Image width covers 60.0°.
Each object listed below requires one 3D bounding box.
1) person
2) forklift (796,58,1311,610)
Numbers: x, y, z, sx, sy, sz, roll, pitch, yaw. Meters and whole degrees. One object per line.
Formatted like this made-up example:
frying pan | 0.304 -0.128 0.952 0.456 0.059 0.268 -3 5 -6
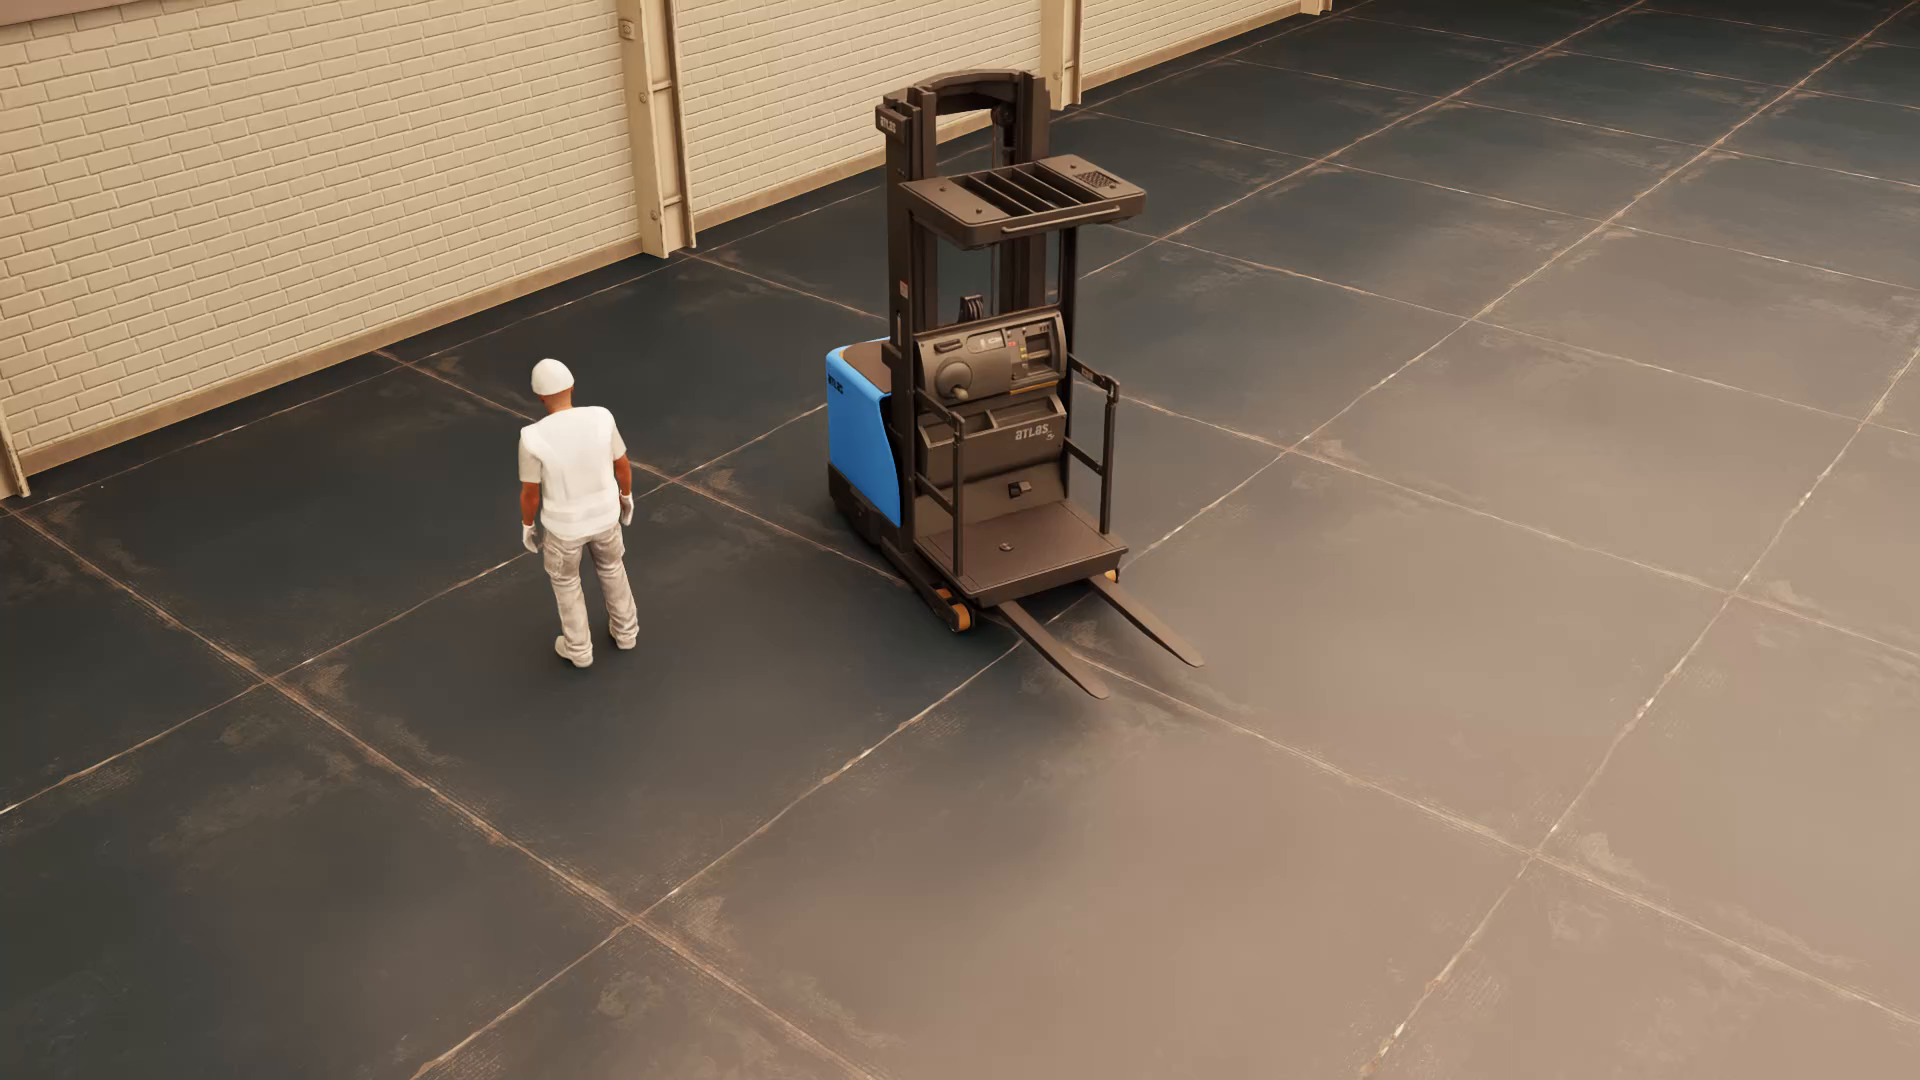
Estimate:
person | -2.070 -0.136 8.981 0.617 1.772 0.453 -19 35 -29
forklift | 0.578 -1.159 9.579 3.031 2.935 1.130 11 32 18
